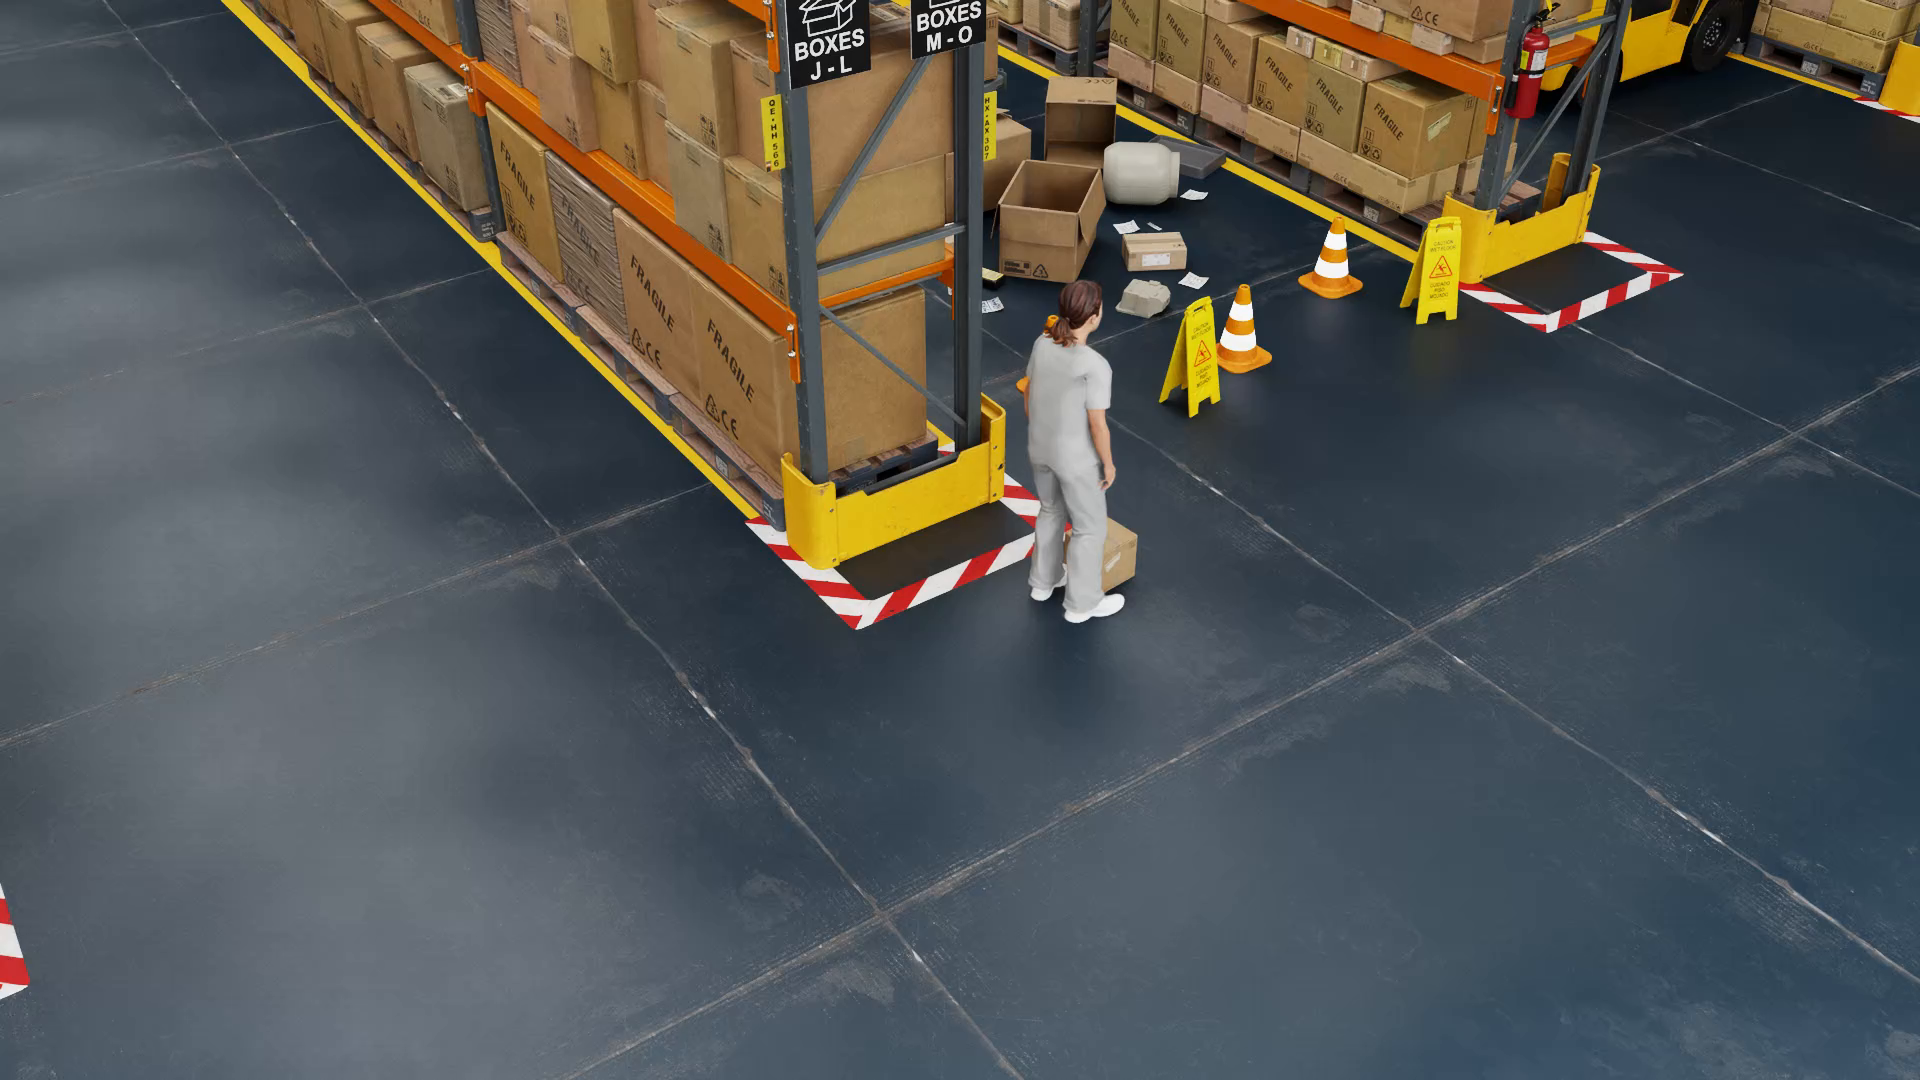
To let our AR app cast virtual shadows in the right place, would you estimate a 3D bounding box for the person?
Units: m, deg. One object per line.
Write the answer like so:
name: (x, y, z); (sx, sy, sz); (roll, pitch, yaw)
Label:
person: (0.504, -0.395, 7.537); (0.362, 1.671, 0.515); (-29, 45, -33)
